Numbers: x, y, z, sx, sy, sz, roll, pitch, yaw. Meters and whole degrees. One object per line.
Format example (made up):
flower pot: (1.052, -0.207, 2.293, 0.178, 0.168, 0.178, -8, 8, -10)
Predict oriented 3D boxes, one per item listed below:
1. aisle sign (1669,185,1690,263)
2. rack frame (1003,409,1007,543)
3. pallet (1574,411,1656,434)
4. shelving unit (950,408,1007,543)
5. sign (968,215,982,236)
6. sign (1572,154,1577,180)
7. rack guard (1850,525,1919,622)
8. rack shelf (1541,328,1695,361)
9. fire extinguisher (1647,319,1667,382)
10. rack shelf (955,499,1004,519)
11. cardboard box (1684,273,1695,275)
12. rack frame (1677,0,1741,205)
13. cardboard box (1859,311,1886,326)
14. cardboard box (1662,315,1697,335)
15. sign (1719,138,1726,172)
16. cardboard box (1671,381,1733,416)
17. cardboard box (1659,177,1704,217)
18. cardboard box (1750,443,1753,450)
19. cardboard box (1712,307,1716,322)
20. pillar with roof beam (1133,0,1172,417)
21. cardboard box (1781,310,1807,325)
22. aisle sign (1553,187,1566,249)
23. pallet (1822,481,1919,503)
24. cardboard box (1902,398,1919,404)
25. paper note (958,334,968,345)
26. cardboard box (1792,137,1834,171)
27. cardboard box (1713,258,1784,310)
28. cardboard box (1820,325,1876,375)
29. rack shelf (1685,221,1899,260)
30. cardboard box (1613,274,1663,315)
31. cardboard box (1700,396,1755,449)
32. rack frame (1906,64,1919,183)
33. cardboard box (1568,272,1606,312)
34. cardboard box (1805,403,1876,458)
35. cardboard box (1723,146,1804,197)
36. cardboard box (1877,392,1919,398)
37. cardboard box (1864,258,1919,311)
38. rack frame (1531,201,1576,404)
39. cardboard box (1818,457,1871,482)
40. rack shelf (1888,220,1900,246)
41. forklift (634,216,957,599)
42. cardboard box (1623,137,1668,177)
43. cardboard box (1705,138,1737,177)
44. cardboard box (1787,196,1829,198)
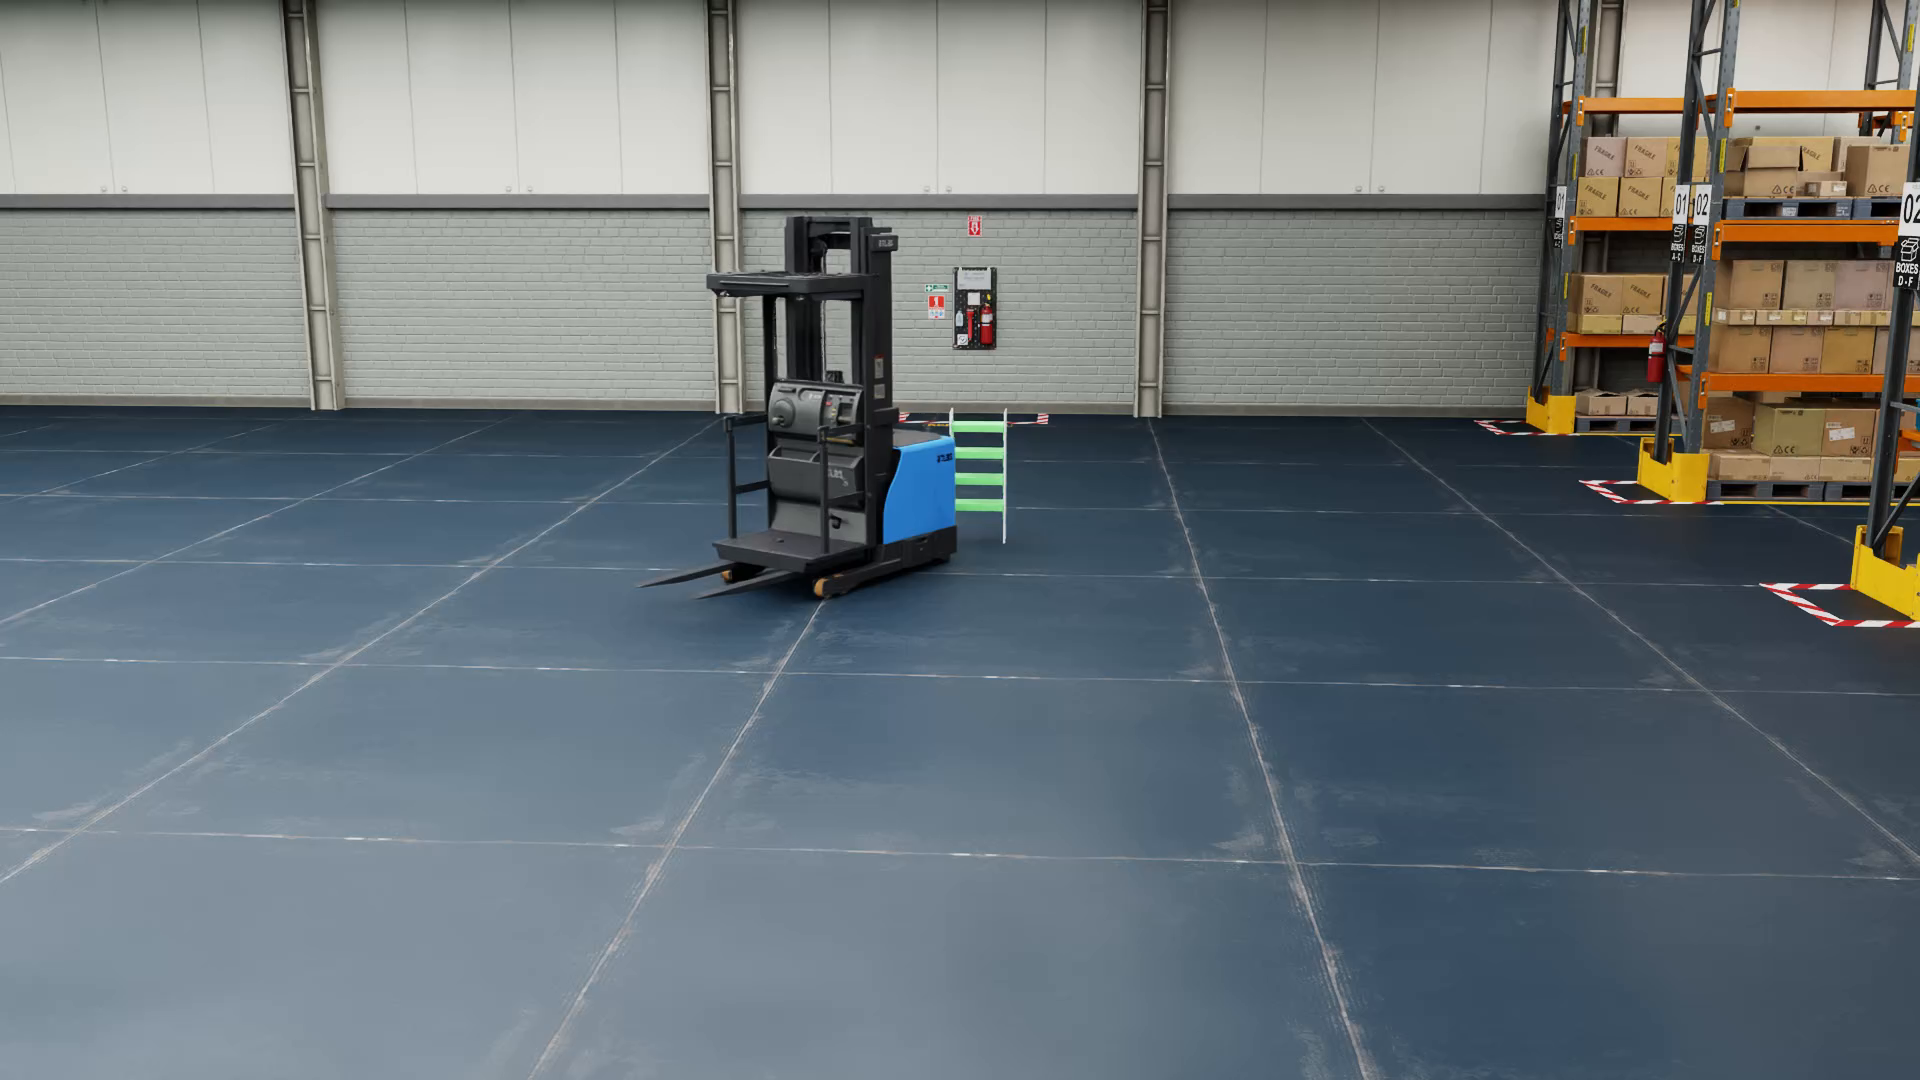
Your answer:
aisle sign: (7.530, -3.311, 17.402, 0.004, 0.787, 0.394, 1, 12, 4)
rack frame: (0.409, -0.582, 15.100, 0.015, 1.200, 0.240, 1, 12, 4)
pallet: (8.787, -1.605, 22.409, 1.213, 0.211, 1.003, 1, 12, 4)
shelving unit: (0.165, -0.585, 15.116, 0.503, 1.200, 0.258, 1, 12, 4)
sign: (0.208, -4.436, 23.466, 0.199, 0.298, 0.001, 1, 12, 4)
sign: (7.867, -4.775, 21.289, 0.005, 0.325, 0.100, 1, 12, 4)
rack guard: (7.320, 0.249, 12.837, 0.348, 0.500, 1.175, 1, 12, 4)
rack shelf: (9.899, -2.610, 22.159, 4.000, 0.370, 1.077, 1, 12, 4)
fire extinguisher: (7.489, -2.036, 17.847, 0.183, 0.674, 0.296, 1, 12, 4)
rack shelf: (0.165, -0.288, 15.179, 0.480, 0.148, 0.258, 1, 12, 4)
cardboard box: (9.908, -3.308, 22.224, 0.500, 0.500, 0.500, 1, 12, 5)
rack frame: (7.576, -4.914, 16.763, 0.127, 3.000, 1.000, 1, 12, 4)
cardboard box: (9.238, -2.277, 16.983, 0.250, 0.149, 0.380, 1, 12, 3)
cardboard box: (9.396, -2.842, 21.828, 0.500, 0.250, 0.500, 1, 12, 3)
sign: (7.533, -3.799, 16.431, 0.005, 0.325, 0.100, 1, 12, 4)
cardboard box: (9.885, -1.925, 22.159, 0.500, 0.500, 0.700, 0, 12, 0)
cardboard box: (9.272, -4.440, 21.530, 0.500, 0.500, 0.500, 1, 12, 6)
cardboard box: (8.630, -0.886, 17.849, 0.500, 0.250, 0.500, 1, 12, 4)
cardboard box: (7.970, -2.378, 17.462, 0.250, 0.149, 0.380, 1, 12, 3)
pillar with roof beam: (2.385, -5.296, 18.588, 0.400, 9.000, 9.100, 1, 12, 4)
cardboard box: (8.465, -2.288, 17.033, 0.250, 0.149, 0.380, 1, 12, 4)
aisle sign: (7.811, -4.202, 21.661, 0.004, 0.787, 0.394, 1, 12, 4)
pallet: (9.556, -0.594, 17.571, 1.213, 0.211, 1.003, 1, 12, 4)
cardboard box: (10.127, -1.233, 17.679, 0.500, 0.500, 0.500, 1, 12, 4)
paper note: (0.037, -2.866, 23.775, 0.142, 0.148, 0.016, 1, 12, 4)
cardboard box: (10.826, -4.908, 21.326, 0.500, 0.500, 0.500, 1, 12, 7)
cardboard box: (8.093, -2.652, 17.188, 0.500, 0.500, 0.700, 1, 12, 4)
cardboard box: (9.060, -2.003, 17.256, 0.500, 0.500, 0.700, 1, 12, 4)
rack shelf: (9.571, -3.066, 17.013, 4.000, 0.370, 1.077, 1, 12, 4)
cardboard box: (8.852, -3.216, 21.785, 0.500, 0.500, 0.500, 1, 12, 4)
cardboard box: (8.131, -1.258, 17.795, 0.500, 0.500, 0.500, 1, 12, 4)
rack frame: (7.241, -3.902, 11.926, 0.127, 3.000, 1.000, 1, 12, 4)
cardboard box: (8.388, -3.330, 22.329, 0.500, 0.500, 0.500, 1, 12, 3)
cardboard box: (9.095, -1.141, 17.236, 0.500, 0.500, 0.500, 1, 12, 4)
cardboard box: (8.149, -3.762, 16.961, 0.637, 0.503, 0.797, 2, 12, 8)
cardboard box: (12.630, -1.920, 22.133, 0.500, 0.500, 0.700, 1, 12, 6)
cardboard box: (9.621, -2.632, 17.094, 0.500, 0.500, 0.700, 1, 12, 4)
rack frame: (7.903, -2.990, 22.216, 0.127, 3.000, 1.000, 1, 12, 4)
cardboard box: (9.094, -0.771, 17.301, 0.500, 0.250, 0.500, 1, 12, 4)
rack shelf: (13.890, -4.024, 21.590, 4.000, 0.370, 1.077, 1, 12, 4)
forklift: (-1.298, -1.082, 13.265, 1.130, 2.935, 3.031, 8, 15, 35)
cardboard box: (8.768, -4.934, 21.449, 0.500, 0.500, 0.500, 1, 12, 3)
cardboard box: (9.888, -5.029, 21.902, 0.500, 0.500, 0.500, 1, 12, 4)
cardboard box: (10.870, -4.428, 21.472, 0.500, 0.500, 0.500, 0, 12, -1)
